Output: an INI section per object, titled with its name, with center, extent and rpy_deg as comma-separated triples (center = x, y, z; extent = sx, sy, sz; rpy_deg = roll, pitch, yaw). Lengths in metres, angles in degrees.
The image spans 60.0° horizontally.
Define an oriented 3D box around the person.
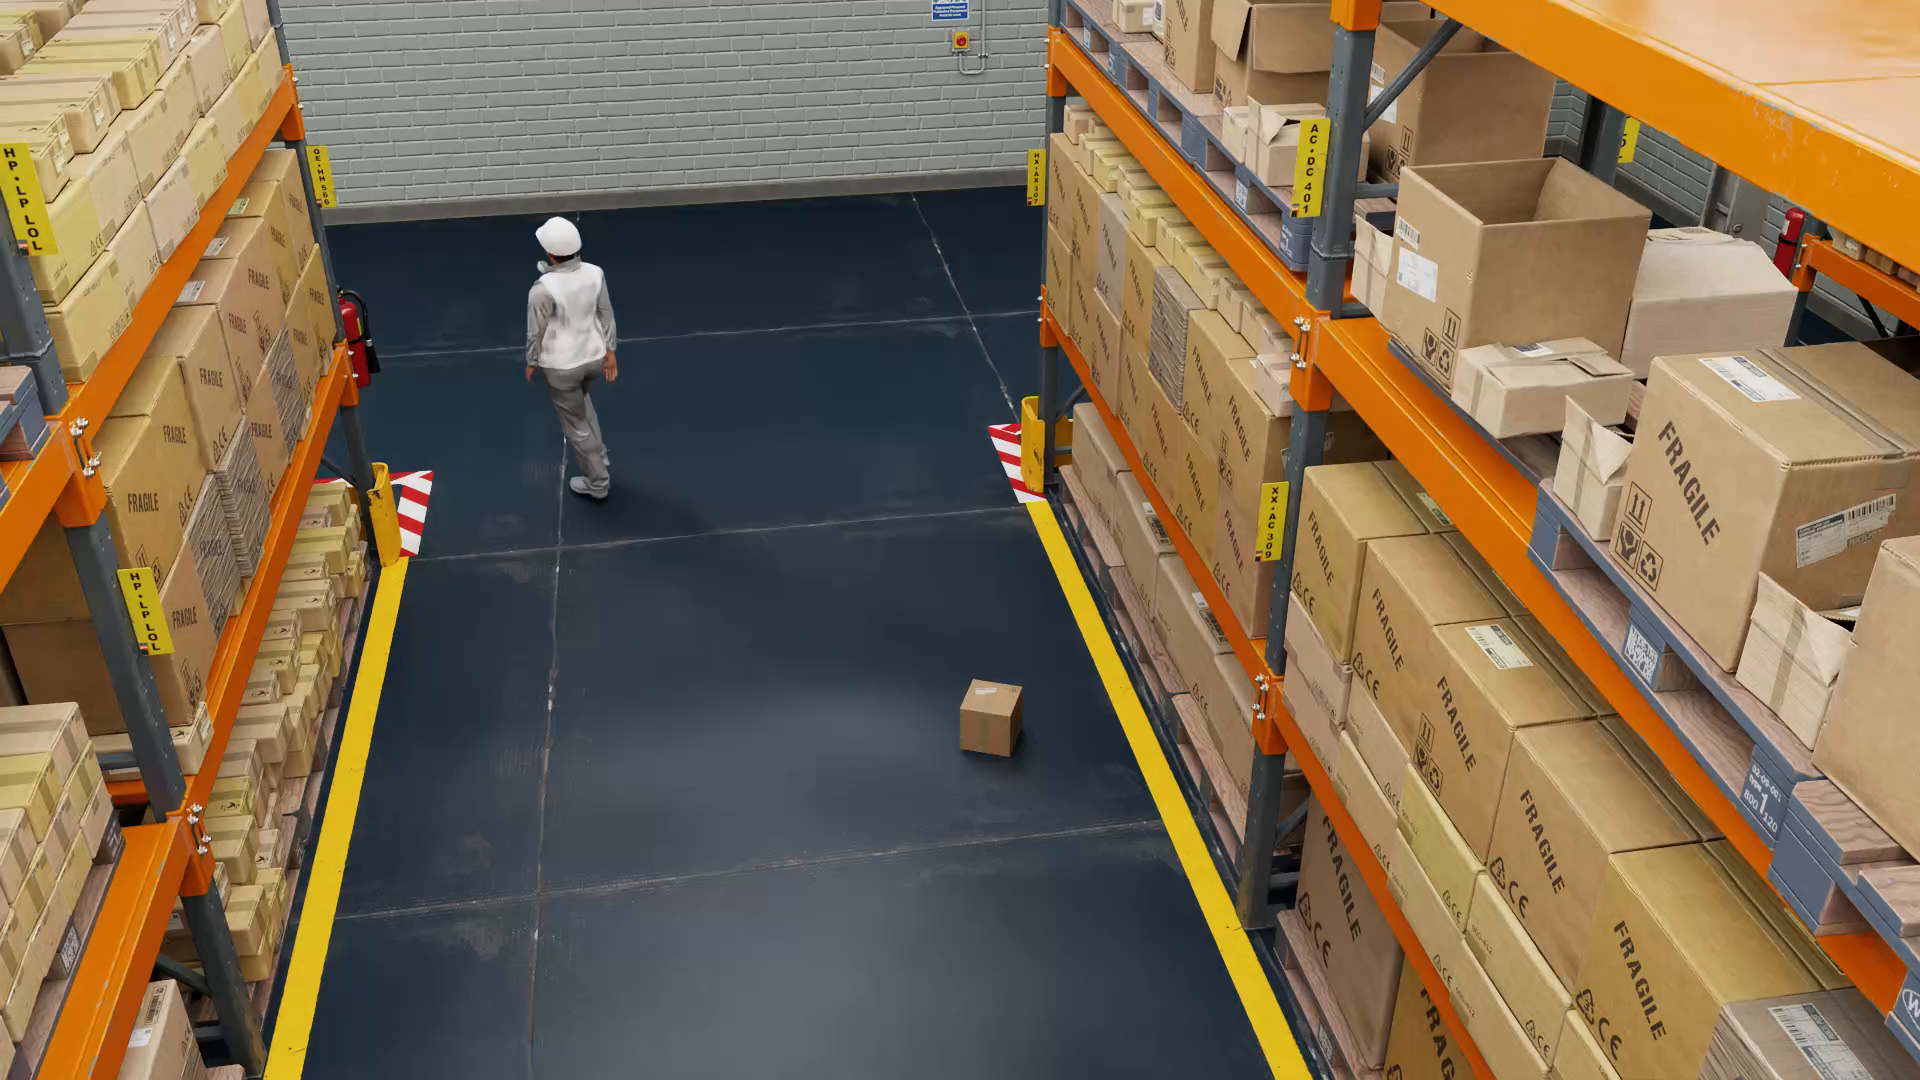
[person]
center = -2.345, -1.075, 9.937
extent = 0.504, 1.810, 0.538
rpy_deg = 21, 37, 32
